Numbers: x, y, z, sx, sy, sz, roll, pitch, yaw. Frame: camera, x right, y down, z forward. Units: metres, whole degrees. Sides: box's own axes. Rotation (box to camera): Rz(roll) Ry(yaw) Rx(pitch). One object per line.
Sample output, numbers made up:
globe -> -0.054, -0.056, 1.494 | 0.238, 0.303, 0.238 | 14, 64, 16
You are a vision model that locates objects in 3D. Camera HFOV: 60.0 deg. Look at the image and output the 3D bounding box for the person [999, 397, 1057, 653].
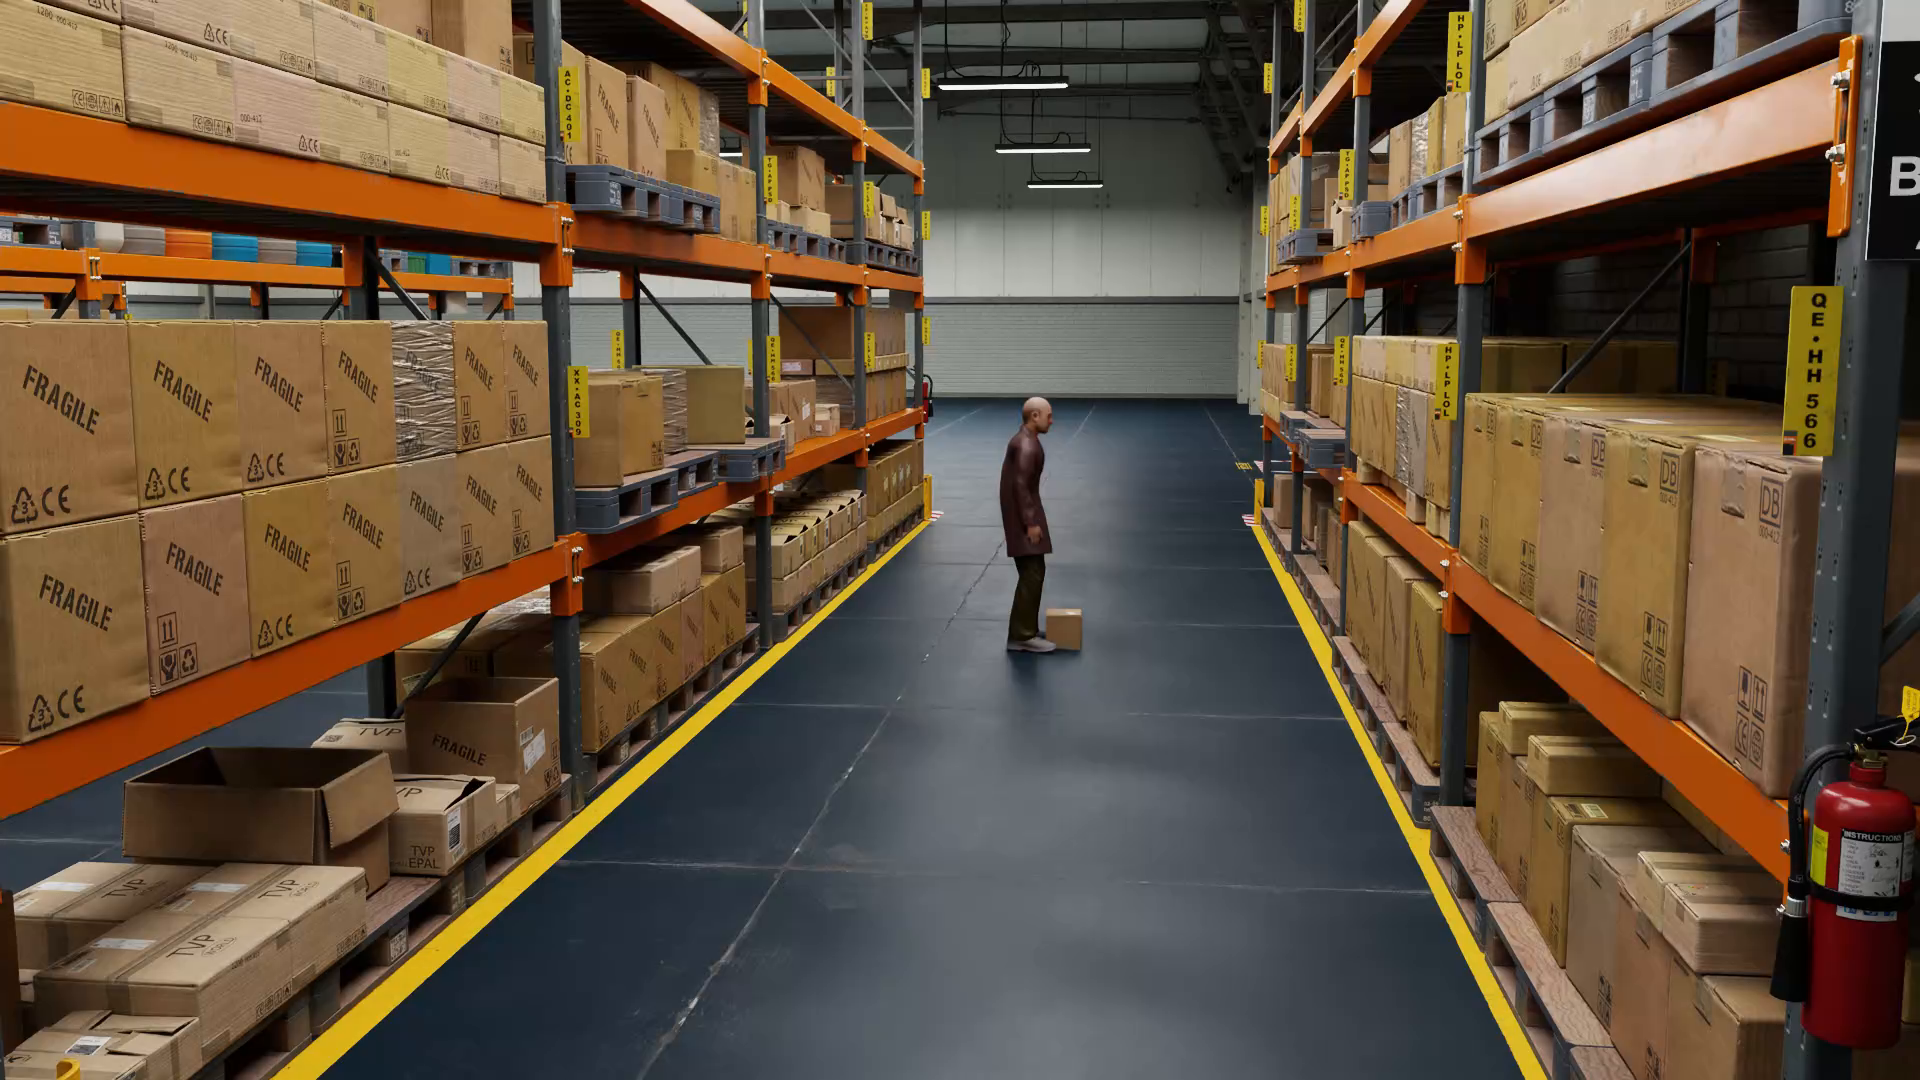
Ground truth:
person -> 0.490, -0.122, 11.781 | 0.427, 1.772, 0.635 | 1, 7, 4
